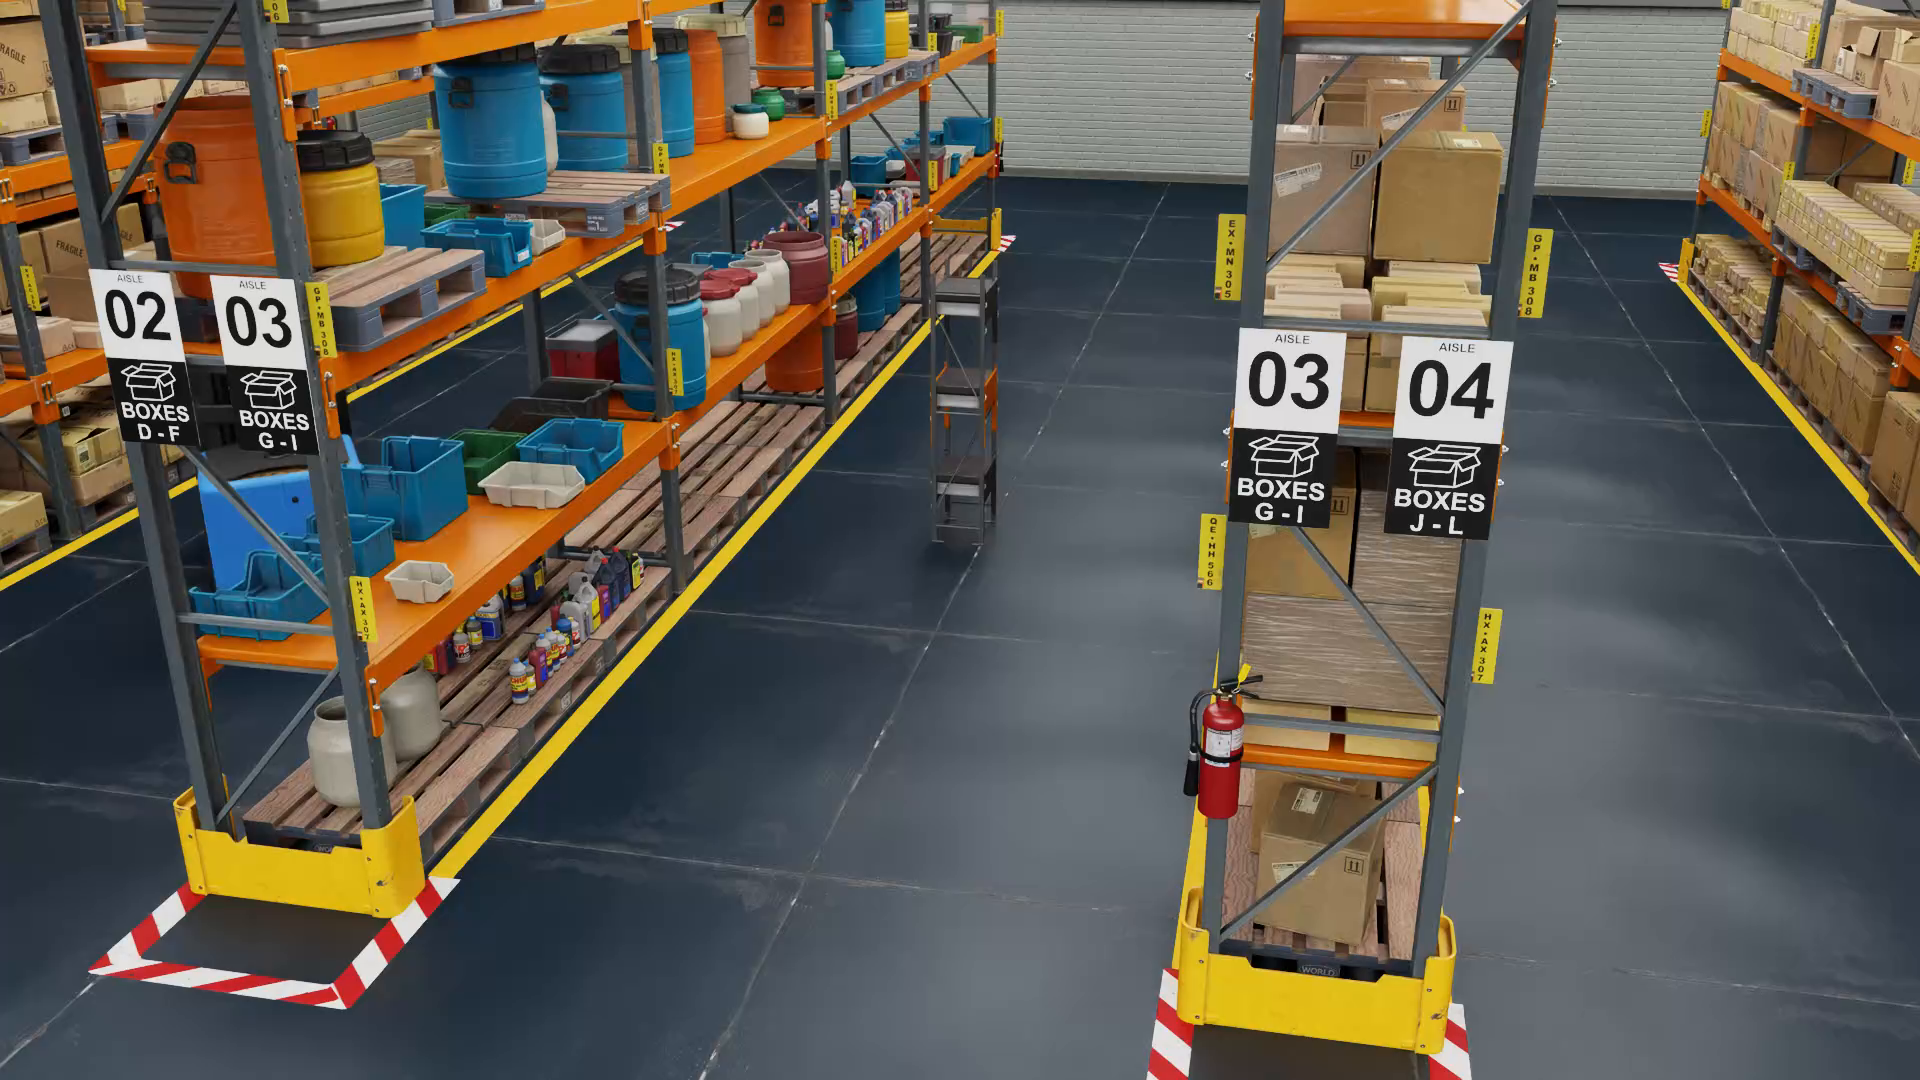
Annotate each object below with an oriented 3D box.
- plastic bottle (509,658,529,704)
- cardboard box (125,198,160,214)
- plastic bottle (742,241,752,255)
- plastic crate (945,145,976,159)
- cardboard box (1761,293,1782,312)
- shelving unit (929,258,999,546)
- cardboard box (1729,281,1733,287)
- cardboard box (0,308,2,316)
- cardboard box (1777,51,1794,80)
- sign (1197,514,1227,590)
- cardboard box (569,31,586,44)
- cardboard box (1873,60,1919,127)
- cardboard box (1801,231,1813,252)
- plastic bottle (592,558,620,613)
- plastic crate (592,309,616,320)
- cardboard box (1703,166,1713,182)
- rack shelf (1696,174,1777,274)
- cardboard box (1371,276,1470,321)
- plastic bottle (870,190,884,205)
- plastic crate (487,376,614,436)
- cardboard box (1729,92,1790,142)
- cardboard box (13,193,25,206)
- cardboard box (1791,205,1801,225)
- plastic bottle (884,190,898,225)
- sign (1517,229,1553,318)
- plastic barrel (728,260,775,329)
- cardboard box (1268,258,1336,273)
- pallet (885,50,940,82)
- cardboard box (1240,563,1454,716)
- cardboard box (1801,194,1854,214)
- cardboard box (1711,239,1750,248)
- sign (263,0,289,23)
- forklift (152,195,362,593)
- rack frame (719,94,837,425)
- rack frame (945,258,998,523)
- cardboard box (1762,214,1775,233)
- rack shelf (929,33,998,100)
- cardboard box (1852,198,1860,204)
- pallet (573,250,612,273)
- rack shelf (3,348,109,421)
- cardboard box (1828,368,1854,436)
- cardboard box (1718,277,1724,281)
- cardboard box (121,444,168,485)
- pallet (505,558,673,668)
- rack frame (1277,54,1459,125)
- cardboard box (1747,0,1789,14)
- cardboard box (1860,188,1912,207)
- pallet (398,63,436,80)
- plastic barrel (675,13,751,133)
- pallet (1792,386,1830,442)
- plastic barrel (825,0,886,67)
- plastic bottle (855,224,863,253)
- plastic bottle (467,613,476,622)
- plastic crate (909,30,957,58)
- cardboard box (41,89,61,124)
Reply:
[{"bbox_3d":[-2.613,0.827,9.847,0.097,0.271,0.097,0,22,0],"label":"plastic bottle"},{"bbox_3d":[-10.509,-4.303,21.437,0.380,0.149,0.250,4,22,11],"label":"cardboard box"},{"bbox_3d":[-1.991,-2.647,15.567,0.061,0.283,0.133,4,22,11],"label":"plastic bottle"},{"bbox_3d":[-0.013,-5.040,21.625,0.396,0.136,0.243,4,22,11],"label":"plastic crate"},{"bbox_3d":[8.662,-2.489,17.476,0.380,0.149,0.250,5,22,12],"label":"cardboard box"},{"bbox_3d":[0.034,-1.035,12.612,0.431,2.100,0.503,4,22,11],"label":"shelving unit"},{"bbox_3d":[9.093,-3.008,19.162,0.380,0.149,0.250,6,23,14],"label":"cardboard box"},{"bbox_3d":[-7.166,-1.668,11.978,0.380,0.149,0.250,4,22,11],"label":"cardboard box"},{"bbox_3d":[8.793,-4.894,17.177,0.500,0.250,0.500,4,22,11],"label":"cardboard box"},{"bbox_3d":[1.021,0.050,6.742,0.100,0.325,0.005,4,22,11],"label":"sign"},{"bbox_3d":[-5.039,-6.392,20.894,0.500,0.250,0.500,4,22,11],"label":"cardboard box"},{"bbox_3d":[8.091,-3.760,14.026,0.500,0.500,0.500,4,22,11],"label":"cardboard box"},{"bbox_3d":[8.104,-2.782,15.521,0.380,0.149,0.250,3,22,9],"label":"cardboard box"},{"bbox_3d":[-2.361,0.295,11.063,0.144,0.351,0.185,3,22,8],"label":"plastic bottle"},{"bbox_3d":[-2.552,-1.477,12.528,0.392,0.384,0.575,4,22,11],"label":"plastic crate"},{"bbox_3d":[9.273,-4.444,20.208,0.380,0.149,0.250,4,22,10],"label":"cardboard box"},{"bbox_3d":[9.252,-3.588,18.711,1.077,0.370,4.000,4,22,11],"label":"rack shelf"},{"bbox_3d":[1.921,-0.996,6.964,0.380,0.149,0.250,4,22,10],"label":"cardboard box"},{"bbox_3d":[-0.886,-3.543,17.701,0.144,0.351,0.185,4,22,11],"label":"plastic bottle"},{"bbox_3d":[-2.704,-0.847,11.025,0.767,0.338,0.504,4,22,11],"label":"plastic crate"},{"bbox_3d":[9.084,-4.784,18.847,0.500,0.500,0.500,4,22,10],"label":"cardboard box"},{"bbox_3d":[-10.758,-3.833,18.665,0.380,0.149,0.250,5,22,11],"label":"cardboard box"},{"bbox_3d":[8.210,-3.109,15.933,0.380,0.149,0.250,5,22,12],"label":"cardboard box"},{"bbox_3d":[-0.745,-3.532,17.674,0.144,0.351,0.185,4,22,11],"label":"plastic bottle"},{"bbox_3d":[2.092,-0.973,6.068,0.100,0.325,0.005,4,22,11],"label":"sign"},{"bbox_3d":[-1.743,-2.026,13.719,0.421,0.512,0.421,0,22,0],"label":"plastic barrel"},{"bbox_3d":[1.456,-1.138,7.315,0.380,0.149,0.250,5,22,11],"label":"cardboard box"},{"bbox_3d":[-0.904,-4.993,17.474,1.213,0.211,1.003,4,22,11],"label":"pallet"},{"bbox_3d":[1.699,0.399,7.315,0.875,0.500,0.500,4,22,11],"label":"cardboard box"},{"bbox_3d":[8.154,-3.149,15.635,0.380,0.149,0.250,4,22,10],"label":"cardboard box"},{"bbox_3d":[9.282,-3.526,20.052,0.380,0.149,0.250,5,22,12],"label":"cardboard box"},{"bbox_3d":[-2.751,-2.237,6.642,0.100,0.325,0.005,4,22,11],"label":"sign"},{"bbox_3d":[-5.111,-1.291,12.135,1.130,2.935,3.031,-10,24,-23],"label":"forklift"},{"bbox_3d":[-1.656,-2.520,15.097,1.000,3.000,0.127,4,22,11],"label":"rack frame"},{"bbox_3d":[0.084,-1.124,12.833,0.400,2.100,0.015,4,22,11],"label":"rack frame"},{"bbox_3d":[8.619,-3.299,17.366,0.380,0.149,0.250,4,22,9],"label":"cardboard box"},{"bbox_3d":[-0.432,-5.772,20.119,1.077,0.370,4.000,4,22,11],"label":"rack shelf"},{"bbox_3d":[8.956,-3.246,16.275,0.380,0.149,0.250,5,23,13],"label":"cardboard box"},{"bbox_3d":[-5.300,-3.767,21.926,1.003,0.211,1.213,4,22,11],"label":"pallet"},{"bbox_3d":[-6.912,-1.834,14.356,1.077,0.370,4.000,4,22,11],"label":"rack shelf"},{"bbox_3d":[8.016,-1.213,14.635,0.500,0.500,0.500,5,23,13],"label":"cardboard box"},{"bbox_3d":[9.104,-2.980,19.491,0.380,0.149,0.250,5,22,11],"label":"cardboard box"},{"bbox_3d":[-6.890,-0.671,13.624,0.500,0.250,0.500,5,22,12],"label":"cardboard box"},{"bbox_3d":[-2.650,0.478,11.383,1.003,0.211,1.213,4,22,11],"label":"pallet"},{"bbox_3d":[2.377,-3.463,9.406,1.000,3.000,0.127,4,22,11],"label":"rack frame"},{"bbox_3d":[9.124,-6.017,18.761,0.380,0.149,0.250,5,22,12],"label":"cardboard box"},{"bbox_3d":[8.899,-3.285,15.973,0.380,0.149,0.250,4,22,9],"label":"cardboard box"},{"bbox_3d":[-6.099,-5.054,17.623,1.213,0.211,1.003,4,22,11],"label":"pallet"},{"bbox_3d":[-2.036,-3.861,13.738,0.600,0.901,0.600,0,22,0],"label":"plastic barrel"},{"bbox_3d":[8.440,-1.165,15.463,1.003,0.211,1.213,4,22,11],"label":"pallet"},{"bbox_3d":[-1.038,-5.166,16.418,0.600,0.901,0.708,4,22,11],"label":"plastic barrel"},{"bbox_3d":[-1.012,-2.973,16.392,0.097,0.271,0.097,0,22,0],"label":"plastic bottle"},{"bbox_3d":[-3.168,0.455,10.665,0.144,0.351,0.185,4,22,10],"label":"plastic bottle"},{"bbox_3d":[-0.318,-5.748,19.269,0.497,0.269,0.590,4,22,11],"label":"plastic crate"},{"bbox_3d":[-7.076,-3.379,12.851,0.500,0.250,0.500,2,22,6],"label":"cardboard box"}]
